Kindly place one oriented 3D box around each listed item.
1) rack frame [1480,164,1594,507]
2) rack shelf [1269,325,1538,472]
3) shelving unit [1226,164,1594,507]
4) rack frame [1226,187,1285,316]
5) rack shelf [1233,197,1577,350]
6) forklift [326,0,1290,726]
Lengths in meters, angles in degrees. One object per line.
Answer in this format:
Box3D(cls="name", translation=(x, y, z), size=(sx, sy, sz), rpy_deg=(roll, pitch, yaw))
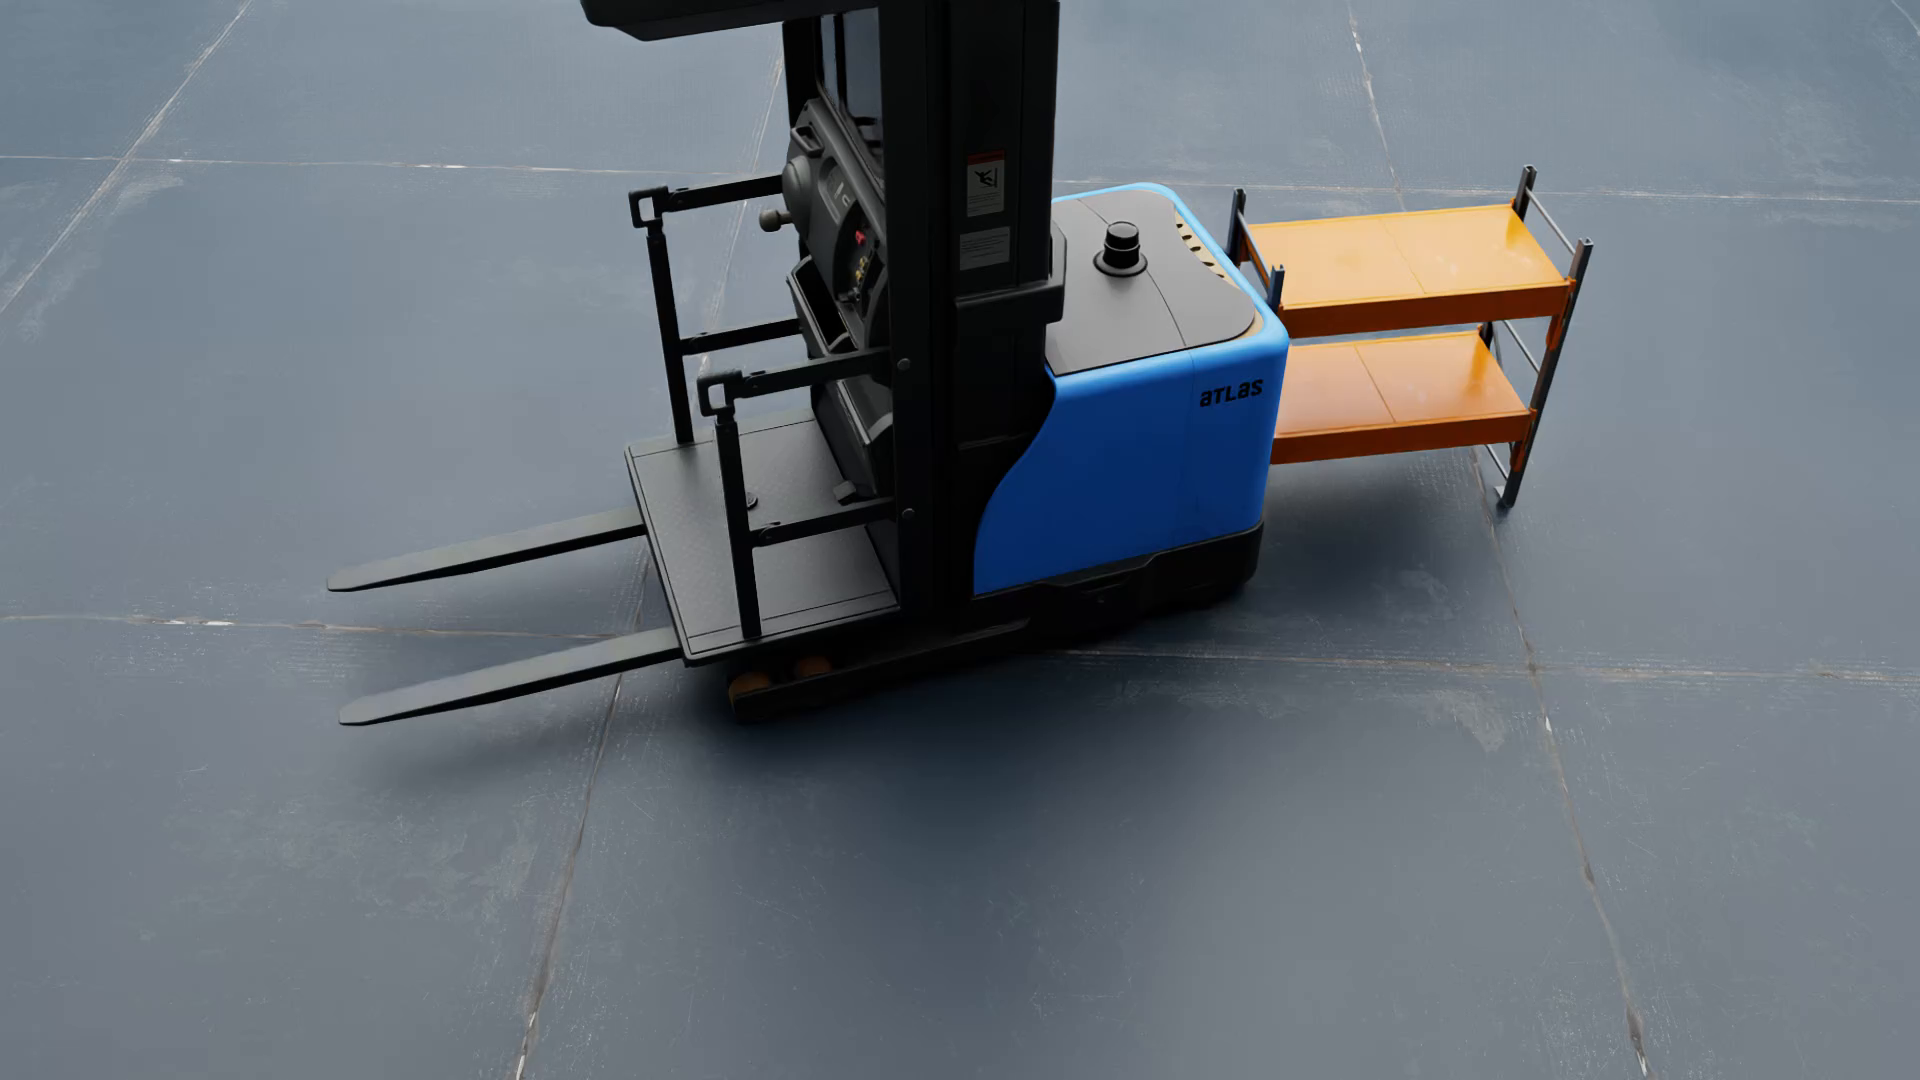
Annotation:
Box3D(cls="rack frame", translation=(1.974, -0.700, 5.875), size=(0.032, 1.125, 0.500), rpy_deg=(-6, 43, -6))
Box3D(cls="rack shelf", translation=(1.471, -0.471, 5.988), size=(1.000, 0.278, 0.538), rpy_deg=(-6, 43, -6))
Box3D(cls="shelving unit", translation=(1.471, -0.650, 5.821), size=(1.048, 1.125, 0.538), rpy_deg=(-6, 43, -6))
Box3D(cls="rack frame", translation=(0.968, -0.600, 5.767), size=(0.032, 1.125, 0.500), rpy_deg=(-6, 43, -6))
Box3D(cls="rack shelf", translation=(1.471, -0.864, 5.622), size=(1.000, 0.278, 0.538), rpy_deg=(-6, 43, -6))
Box3D(cls="forklift", translation=(-0.549, -0.899, 4.763), size=(3.031, 2.935, 1.130), rpy_deg=(-13, 45, -14))
